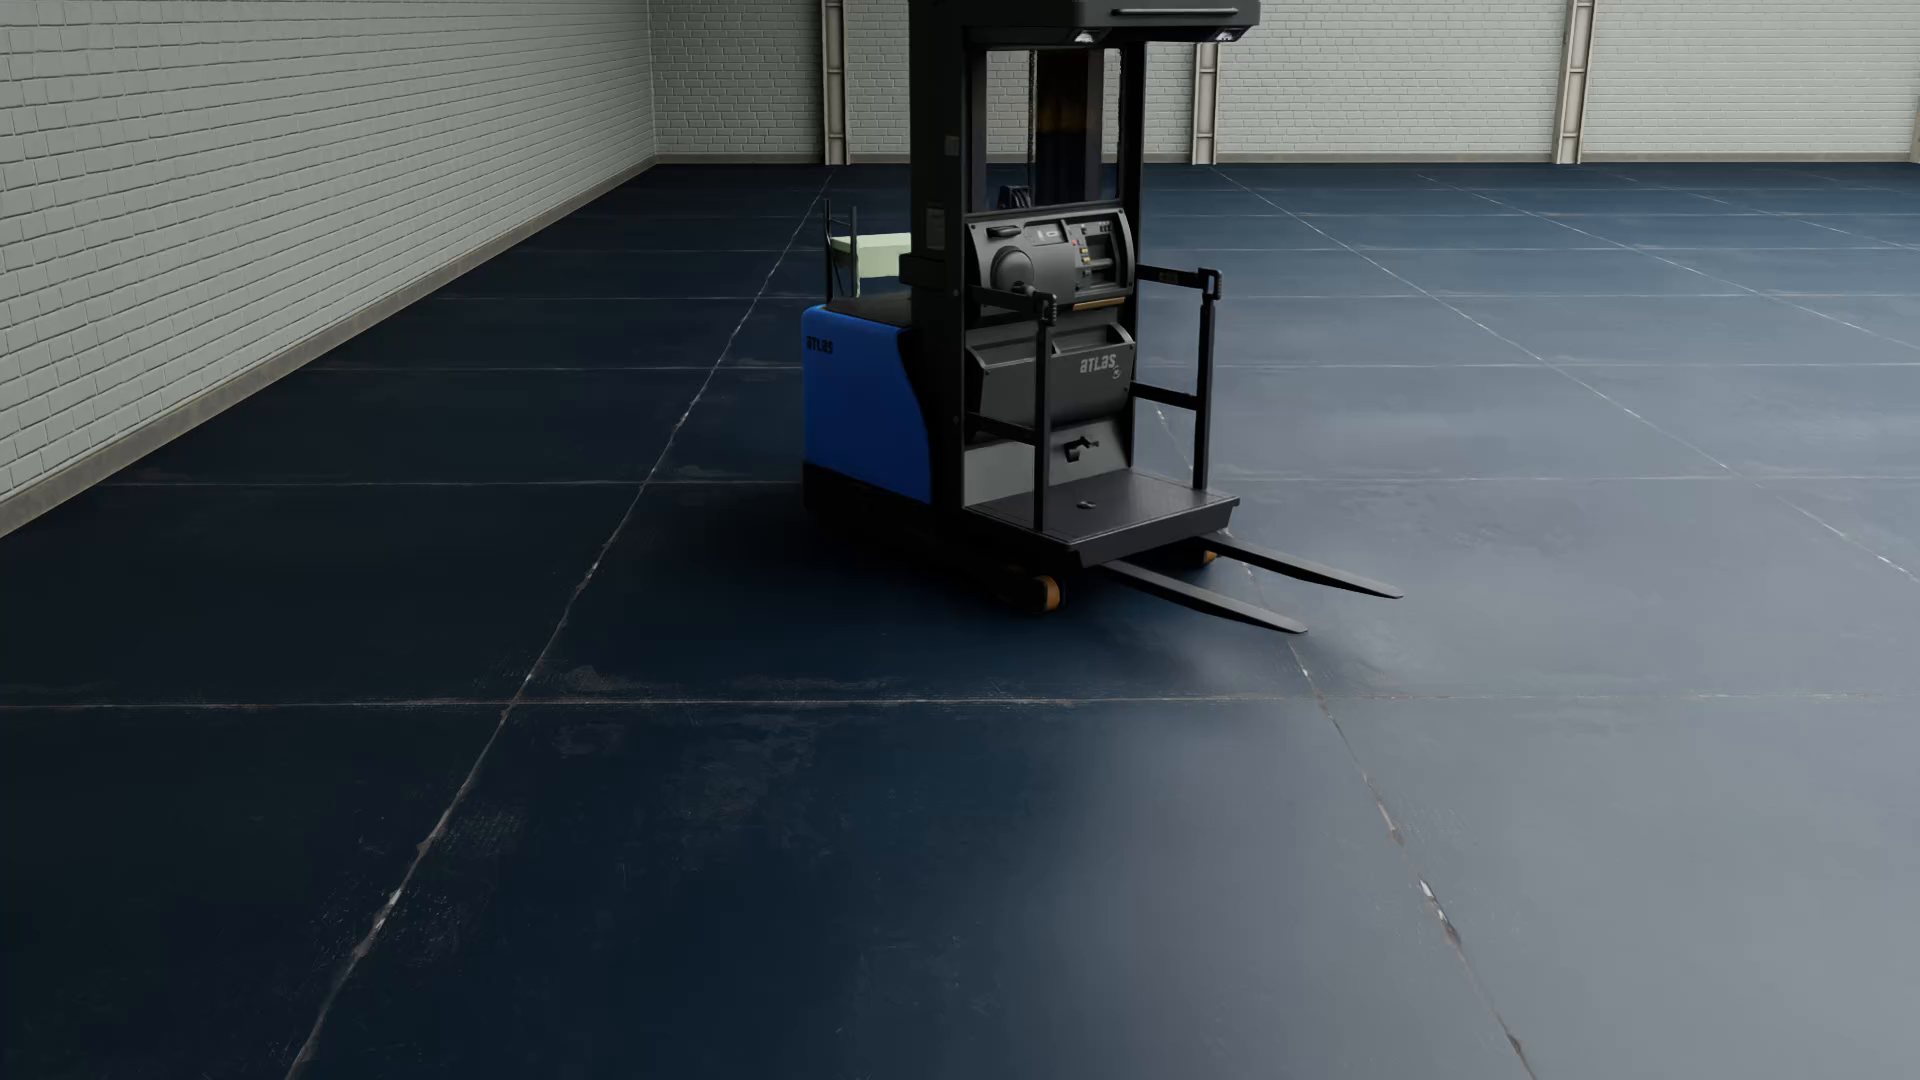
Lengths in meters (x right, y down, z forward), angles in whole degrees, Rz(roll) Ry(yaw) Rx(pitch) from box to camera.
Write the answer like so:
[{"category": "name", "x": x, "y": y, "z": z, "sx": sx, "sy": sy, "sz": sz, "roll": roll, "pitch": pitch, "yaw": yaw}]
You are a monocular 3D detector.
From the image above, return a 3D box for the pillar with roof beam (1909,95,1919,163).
[{"category": "pillar with roof beam", "x": 16.060, "y": -9.228, "z": 22.081, "sx": 0.400, "sy": 9.000, "sz": 9.100, "roll": 0, "pitch": 18, "yaw": -1}]

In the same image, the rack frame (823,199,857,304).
[{"category": "rack frame", "x": -0.618, "y": -1.012, "z": 8.747, "sx": 0.023, "sy": 1.500, "sz": 0.400, "roll": -8, "pitch": 20, "yaw": -25}]

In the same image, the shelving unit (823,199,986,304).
[{"category": "shelving unit", "x": -0.289, "y": -1.061, "z": 8.899, "sx": 0.755, "sy": 1.500, "sz": 0.431, "roll": -8, "pitch": 20, "yaw": -25}]

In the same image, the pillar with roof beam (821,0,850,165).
[{"category": "pillar with roof beam", "x": -1.938, "y": -9.141, "z": 21.810, "sx": 0.400, "sy": 9.000, "sz": 9.100, "roll": 0, "pitch": 18, "yaw": -1}]

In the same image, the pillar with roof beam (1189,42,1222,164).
[{"category": "pillar with roof beam", "x": 4.062, "y": -9.170, "z": 21.901, "sx": 0.400, "sy": 9.000, "sz": 9.100, "roll": 0, "pitch": 18, "yaw": -1}]

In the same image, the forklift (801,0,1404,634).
[{"category": "forklift", "x": 0.547, "y": -1.254, "z": 7.157, "sx": 1.130, "sy": 2.935, "sz": 3.031, "roll": -14, "pitch": 23, "yaw": -38}]

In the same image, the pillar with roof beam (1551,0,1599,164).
[{"category": "pillar with roof beam", "x": 10.061, "y": -9.199, "z": 21.991, "sx": 0.400, "sy": 9.000, "sz": 9.100, "roll": 0, "pitch": 18, "yaw": -1}]

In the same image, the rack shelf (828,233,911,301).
[{"category": "rack shelf", "x": -0.289, "y": -1.432, "z": 8.780, "sx": 0.720, "sy": 0.370, "sz": 0.431, "roll": -8, "pitch": 20, "yaw": -25}]
